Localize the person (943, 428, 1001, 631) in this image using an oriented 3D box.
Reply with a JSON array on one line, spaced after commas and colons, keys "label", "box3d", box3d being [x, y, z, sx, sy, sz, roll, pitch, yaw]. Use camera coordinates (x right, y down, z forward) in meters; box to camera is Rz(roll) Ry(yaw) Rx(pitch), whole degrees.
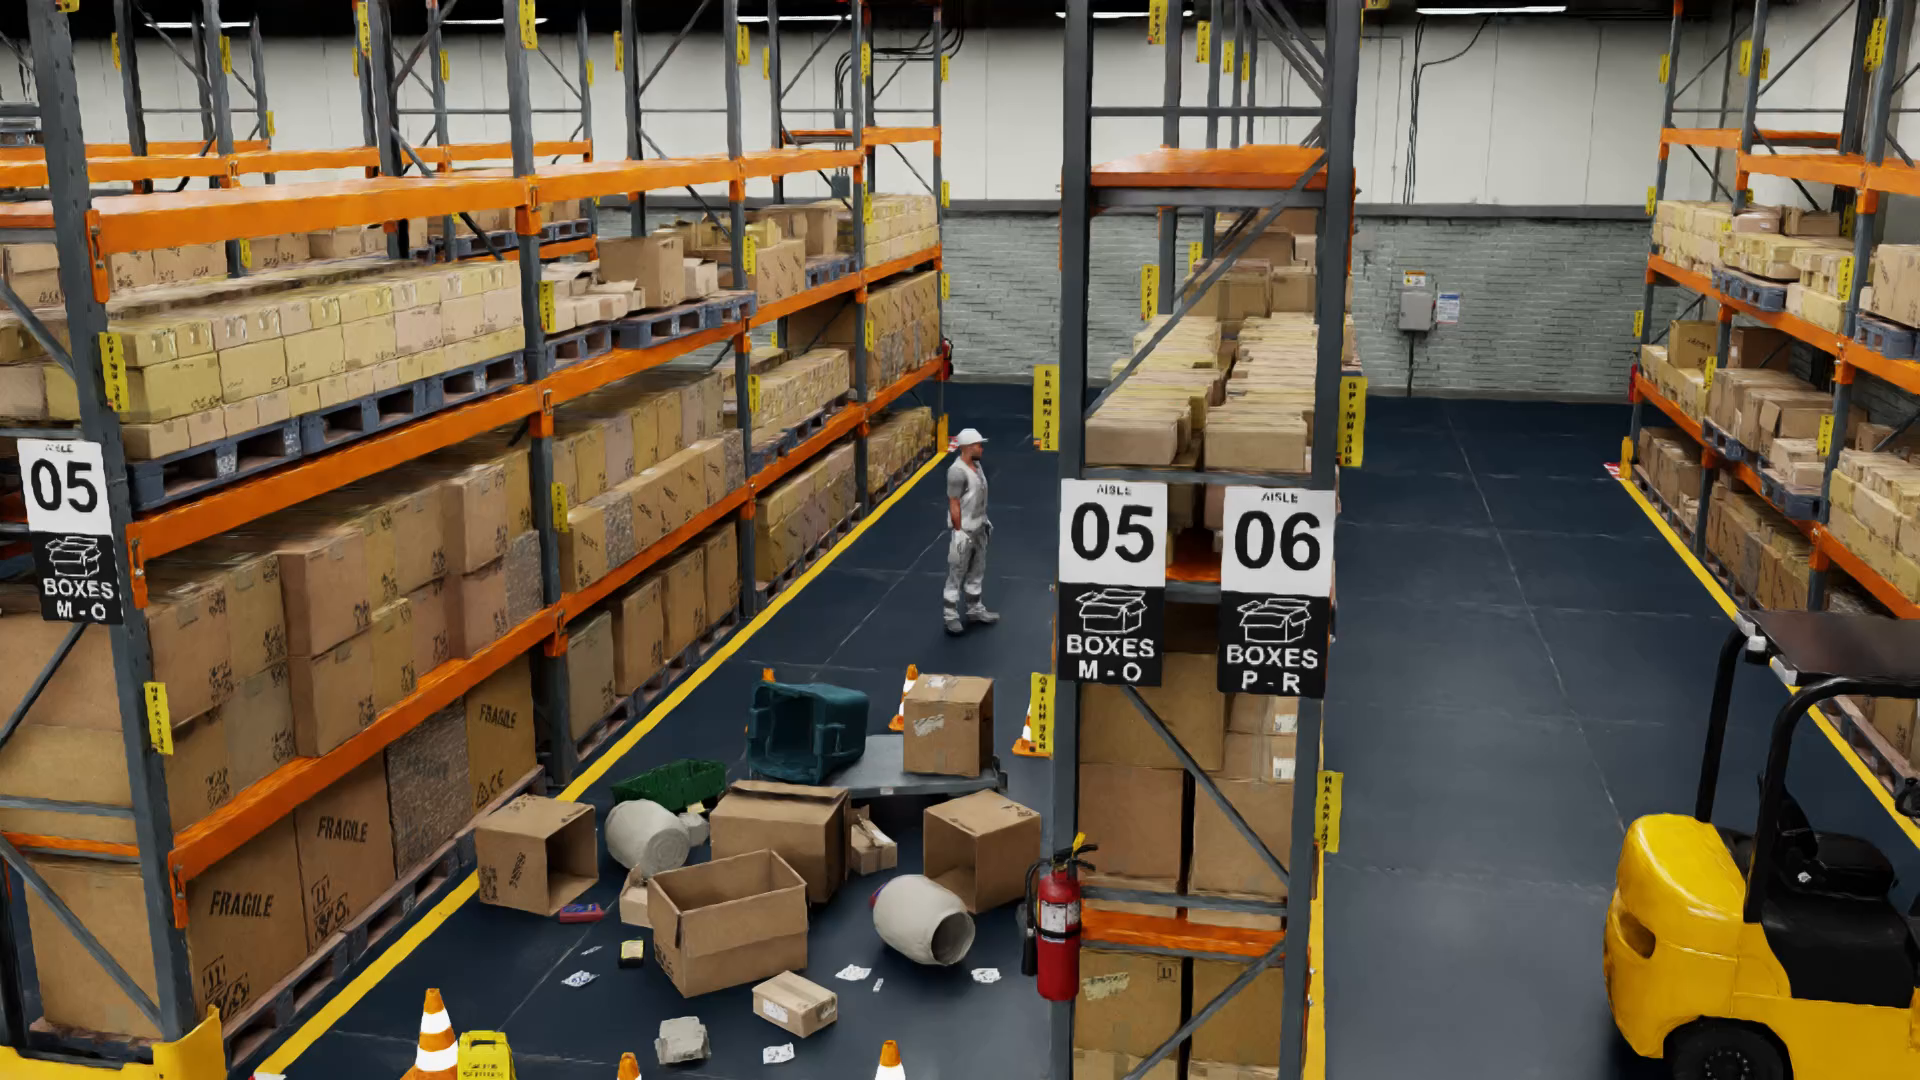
[{"label": "person", "box3d": [0.100, -0.111, 14.778, 0.414, 1.791, 0.622, 7, 16, 26]}]
